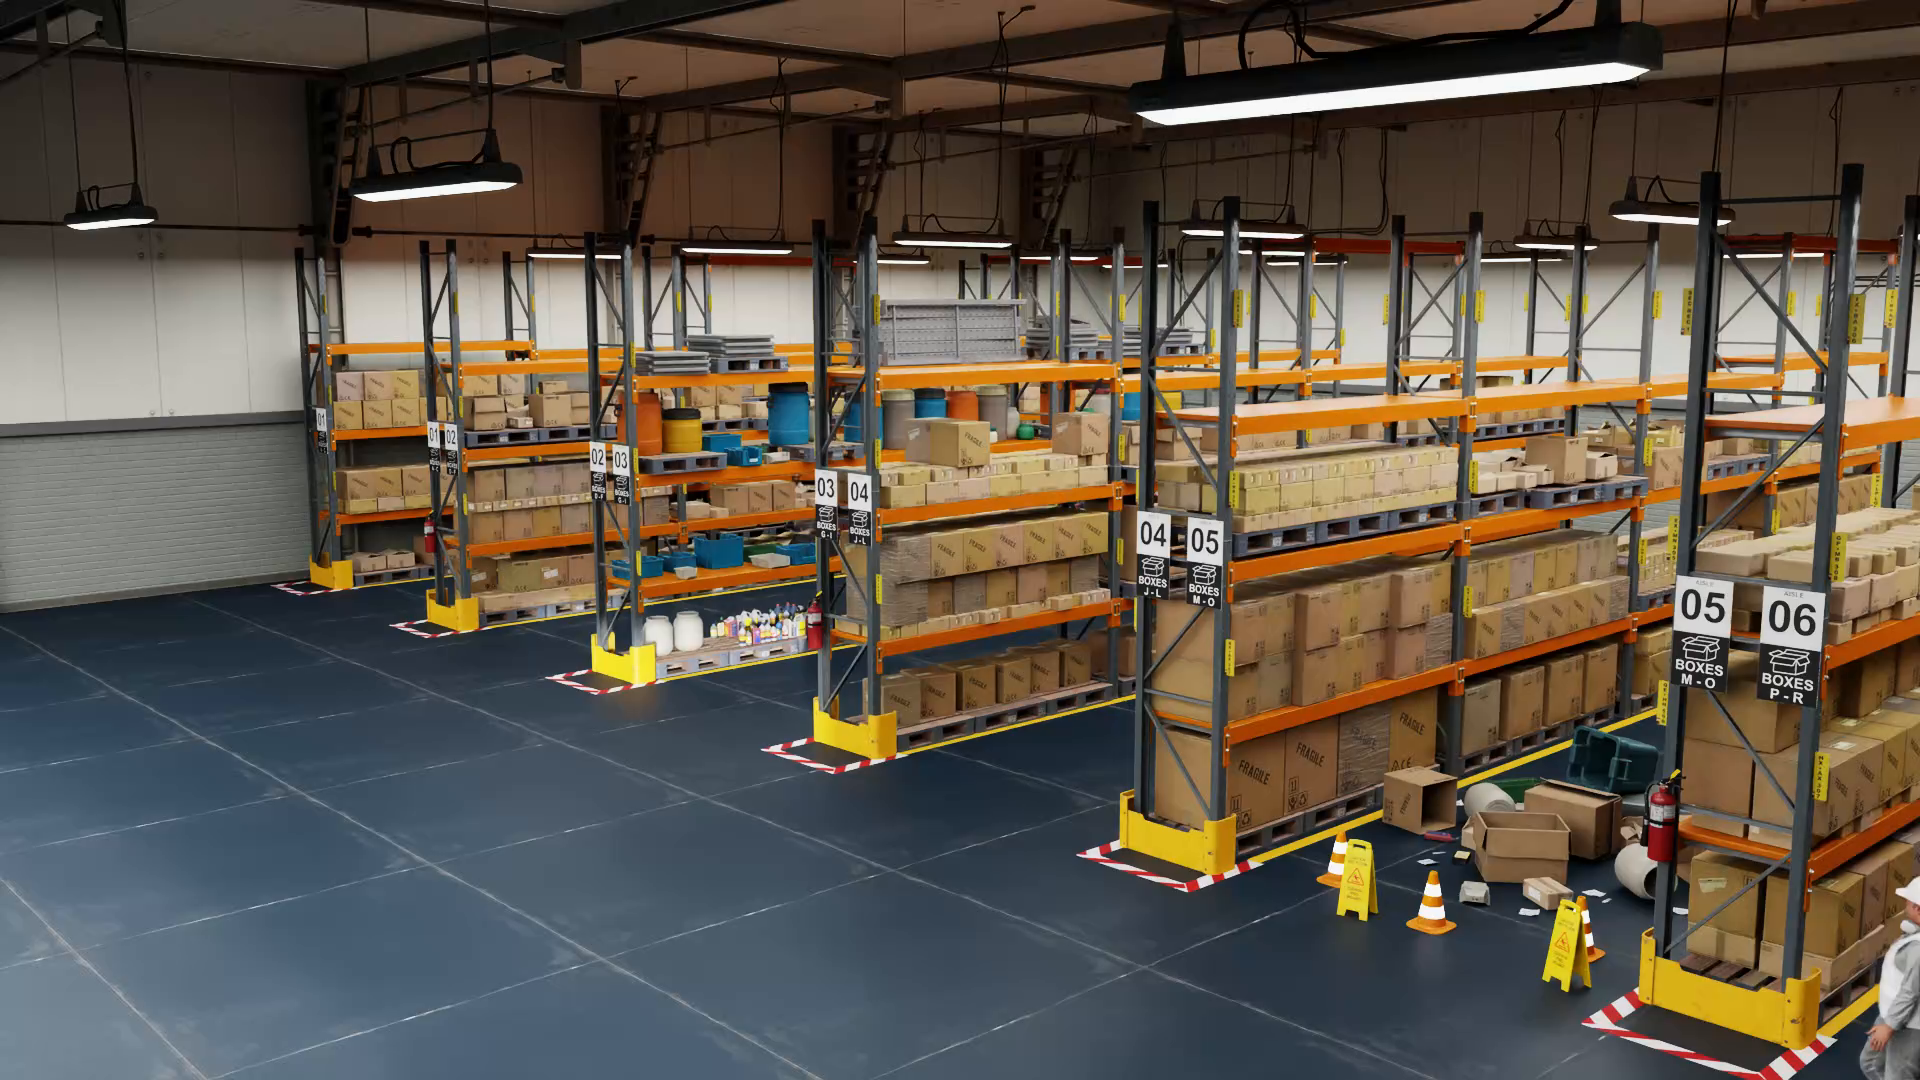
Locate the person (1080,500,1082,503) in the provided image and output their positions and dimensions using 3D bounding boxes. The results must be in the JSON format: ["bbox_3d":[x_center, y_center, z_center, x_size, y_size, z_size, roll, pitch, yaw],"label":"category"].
[{"bbox_3d":[2.902,-1.578,40.249,0.570,1.696,0.676,-5,10,-29],"label":"person"}]

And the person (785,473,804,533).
[{"bbox_3d":[-3.333,-0.617,34.032,0.449,1.594,0.443,7,11,41],"label":"person"}]

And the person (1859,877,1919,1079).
[{"bbox_3d":[5.631,2.874,9.926,0.494,1.811,0.550,3,9,22],"label":"person"}]
